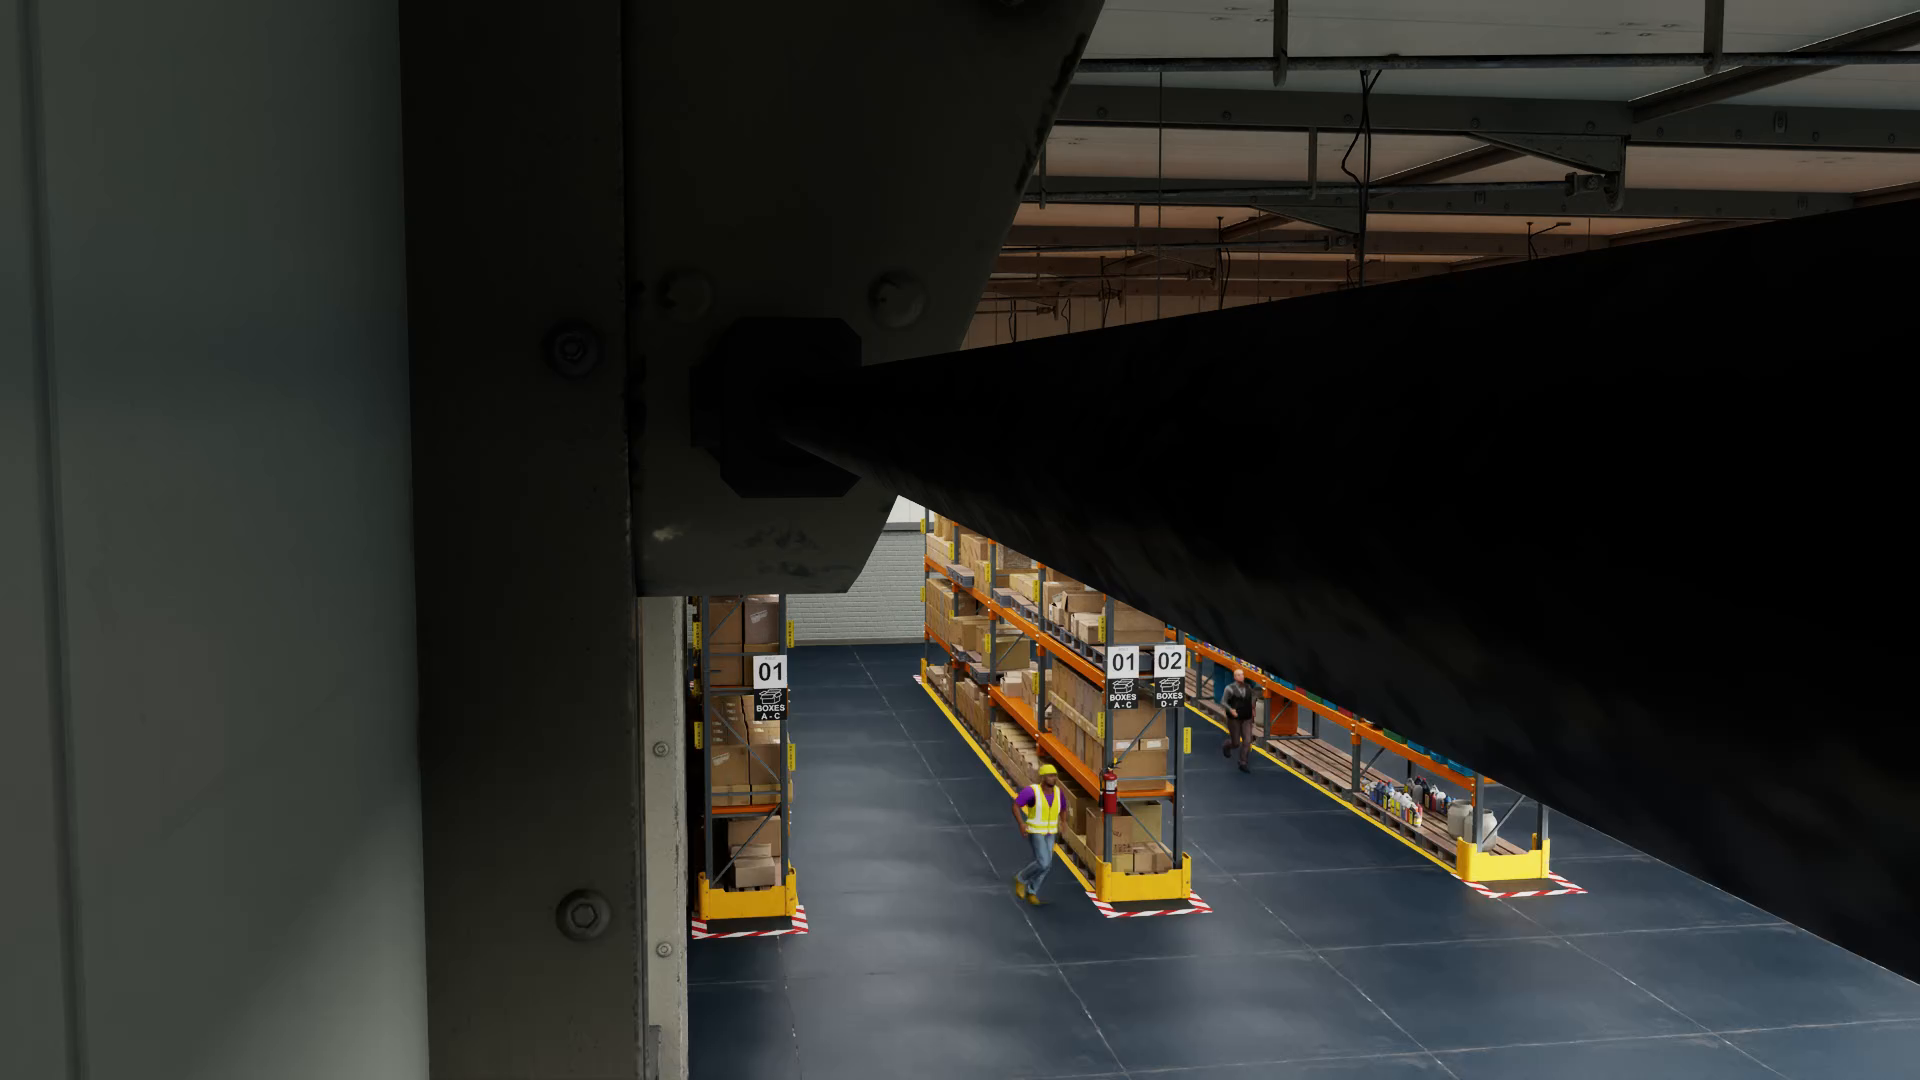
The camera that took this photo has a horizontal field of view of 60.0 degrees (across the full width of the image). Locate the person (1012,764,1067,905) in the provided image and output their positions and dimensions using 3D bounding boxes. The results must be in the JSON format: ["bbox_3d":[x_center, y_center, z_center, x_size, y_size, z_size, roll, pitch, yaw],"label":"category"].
[{"bbox_3d":[1.063,3.657,20.727,0.700,1.731,0.540,-3,6,-34],"label":"person"}]

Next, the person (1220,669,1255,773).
[{"bbox_3d":[4.702,3.026,28.063,0.662,1.701,0.806,-1,5,-16],"label":"person"}]
